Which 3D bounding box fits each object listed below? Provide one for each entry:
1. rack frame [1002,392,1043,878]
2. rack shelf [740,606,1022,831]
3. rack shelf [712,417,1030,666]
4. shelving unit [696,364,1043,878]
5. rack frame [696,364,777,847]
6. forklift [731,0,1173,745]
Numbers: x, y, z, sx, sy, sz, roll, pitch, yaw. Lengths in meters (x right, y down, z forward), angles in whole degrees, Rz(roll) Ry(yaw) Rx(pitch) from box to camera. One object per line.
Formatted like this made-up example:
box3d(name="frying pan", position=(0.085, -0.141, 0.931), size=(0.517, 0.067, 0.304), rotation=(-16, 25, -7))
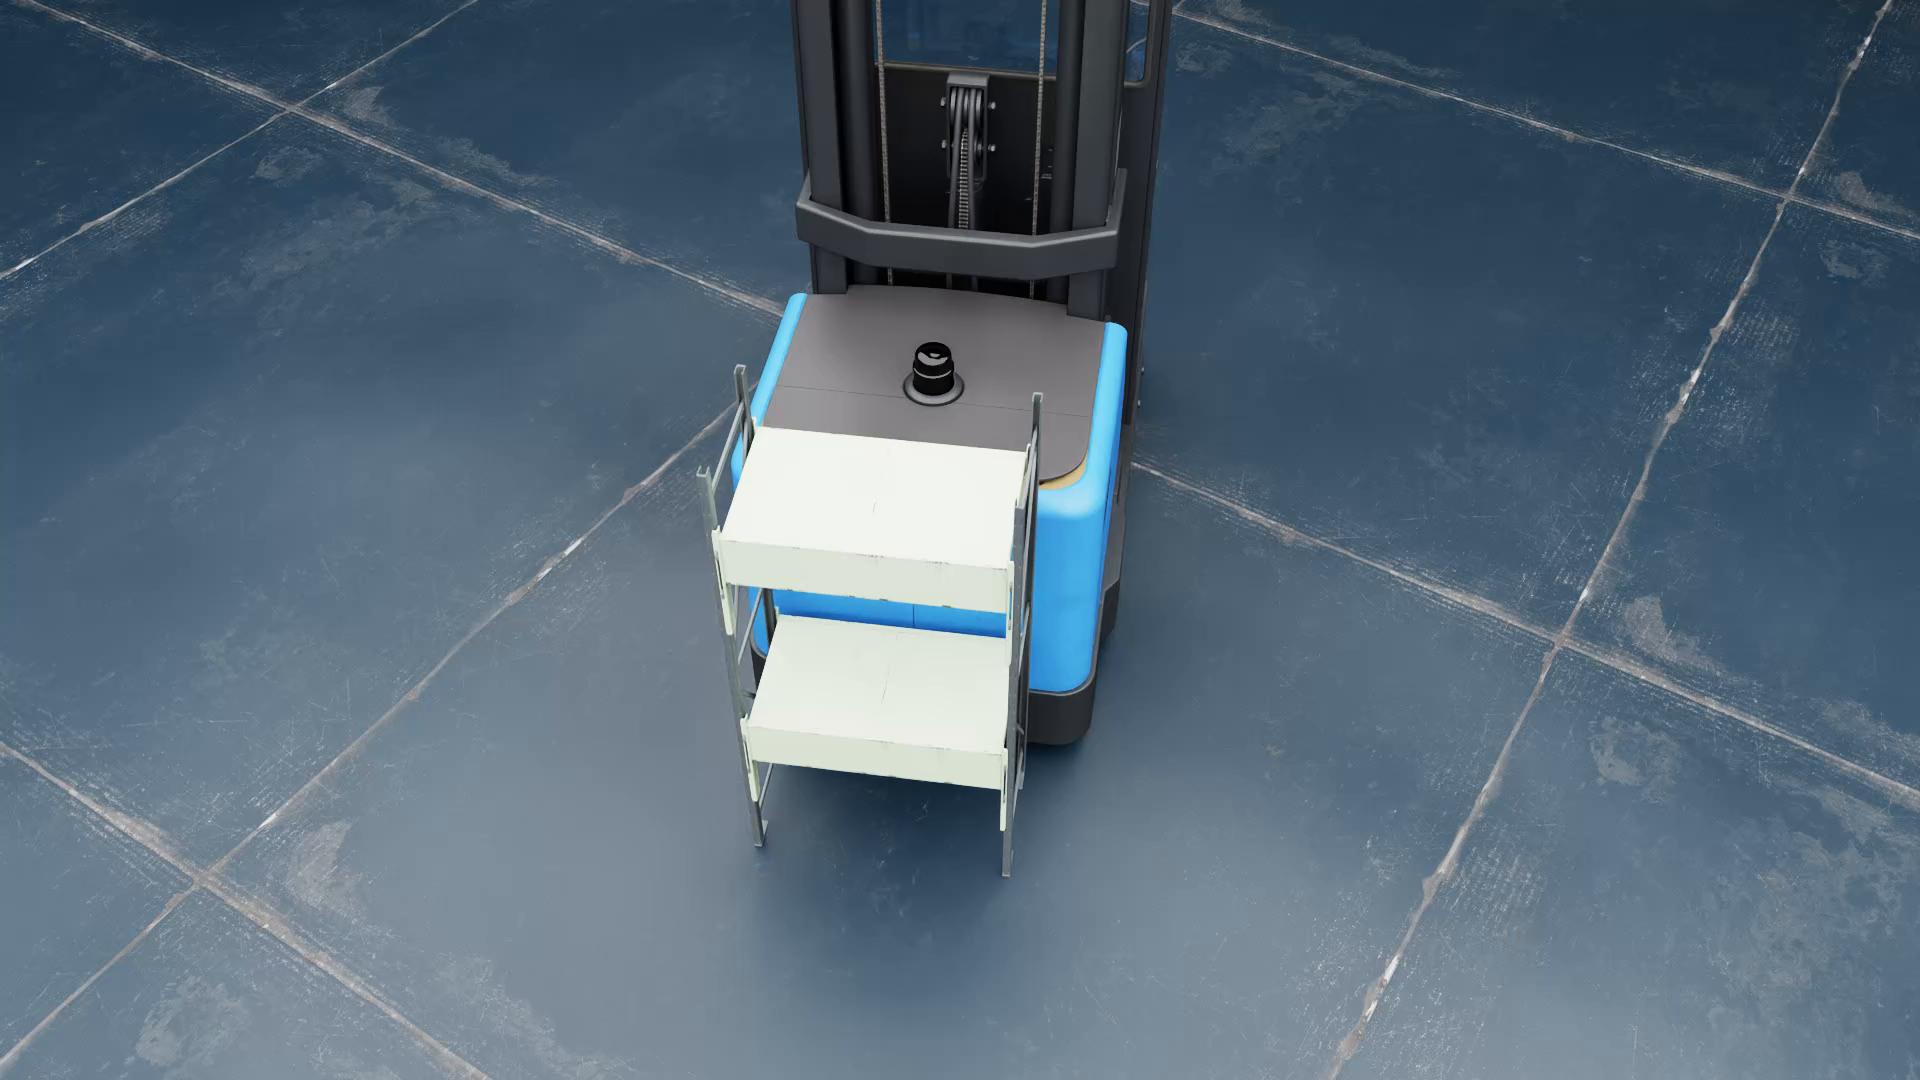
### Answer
box3d(name="rack frame", position=(0.161, 0.309, 4.404), size=(0.023, 1.500, 0.400), rotation=(6, 46, 6))
box3d(name="rack shelf", position=(-0.202, 0.499, 4.674), size=(0.720, 0.370, 0.431), rotation=(6, 46, 6))
box3d(name="rack shelf", position=(-0.202, 0.000, 4.160), size=(0.720, 0.370, 0.431), rotation=(6, 46, 6))
box3d(name="shelving unit", position=(-0.202, 0.272, 4.440), size=(0.755, 1.500, 0.431), rotation=(6, 46, 6))
box3d(name="rack frame", position=(-0.564, 0.235, 4.476), size=(0.023, 1.500, 0.400), rotation=(6, 46, 6))
box3d(name="forklift", position=(0.095, -1.468, 5.133), size=(1.130, 2.935, 3.031), rotation=(6, 46, 6))
